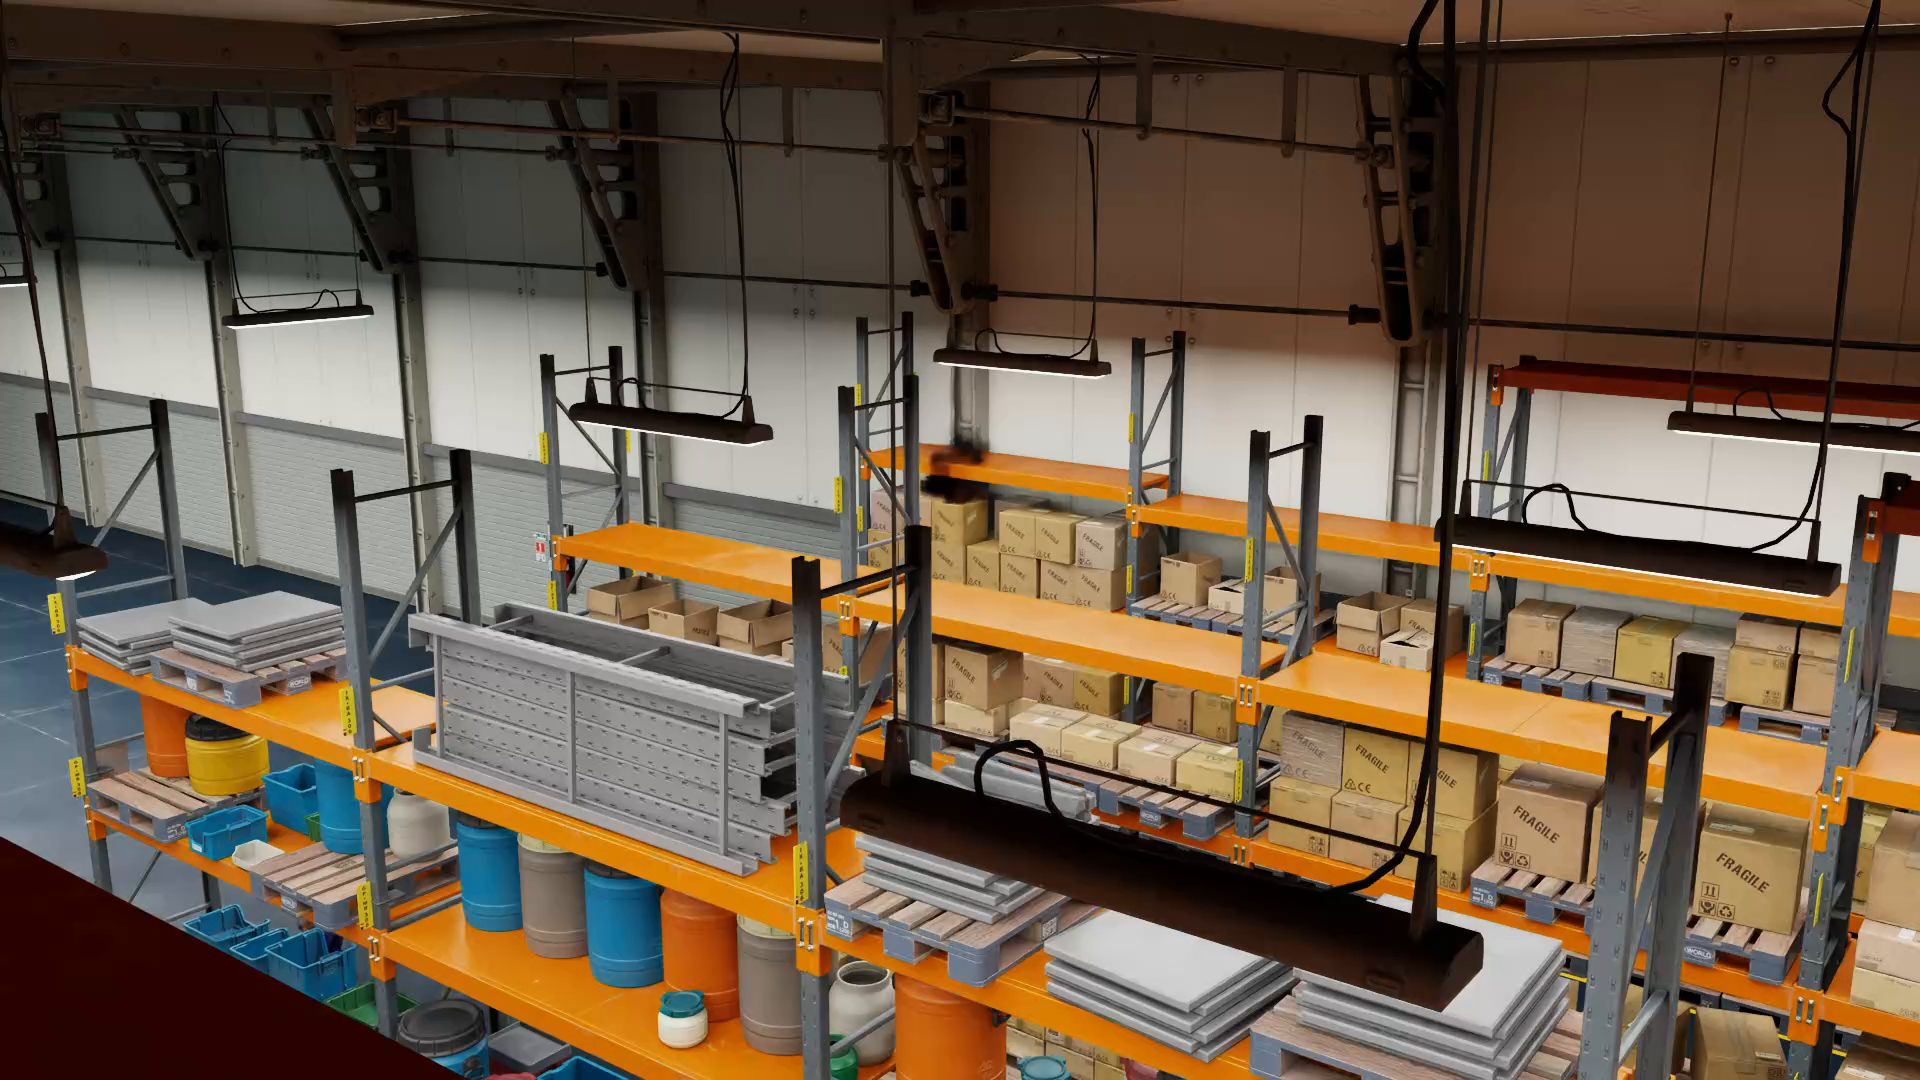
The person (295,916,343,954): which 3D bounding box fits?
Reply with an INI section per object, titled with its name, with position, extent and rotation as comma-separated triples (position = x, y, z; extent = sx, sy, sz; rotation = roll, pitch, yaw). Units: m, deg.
[person]
position = -6.110, 3.715, 15.757
extent = 0.565, 1.574, 0.699
rotation = 4, 14, 18
